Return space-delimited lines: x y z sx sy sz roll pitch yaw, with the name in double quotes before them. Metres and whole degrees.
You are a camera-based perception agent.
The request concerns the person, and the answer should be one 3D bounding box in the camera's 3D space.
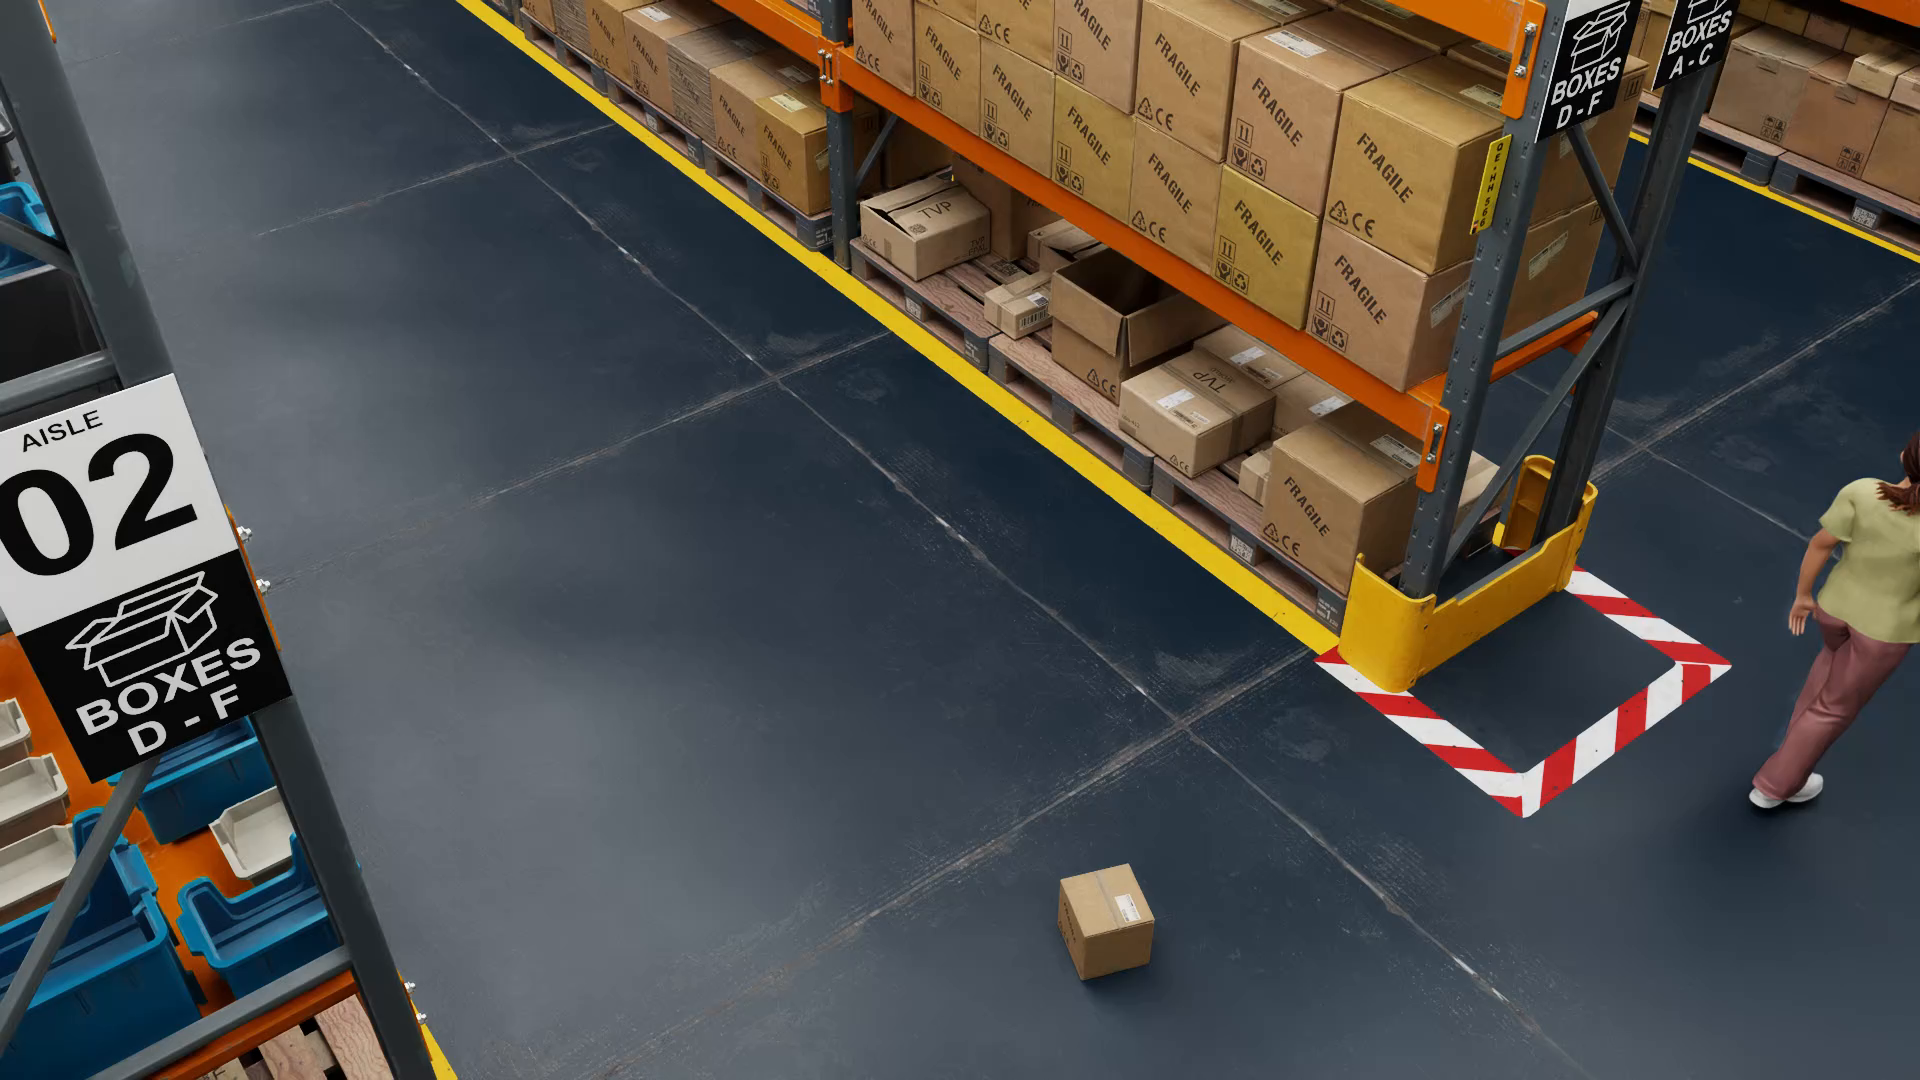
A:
"person" 3.188 0.300 5.824 0.538 1.728 0.486 -20 45 -22
